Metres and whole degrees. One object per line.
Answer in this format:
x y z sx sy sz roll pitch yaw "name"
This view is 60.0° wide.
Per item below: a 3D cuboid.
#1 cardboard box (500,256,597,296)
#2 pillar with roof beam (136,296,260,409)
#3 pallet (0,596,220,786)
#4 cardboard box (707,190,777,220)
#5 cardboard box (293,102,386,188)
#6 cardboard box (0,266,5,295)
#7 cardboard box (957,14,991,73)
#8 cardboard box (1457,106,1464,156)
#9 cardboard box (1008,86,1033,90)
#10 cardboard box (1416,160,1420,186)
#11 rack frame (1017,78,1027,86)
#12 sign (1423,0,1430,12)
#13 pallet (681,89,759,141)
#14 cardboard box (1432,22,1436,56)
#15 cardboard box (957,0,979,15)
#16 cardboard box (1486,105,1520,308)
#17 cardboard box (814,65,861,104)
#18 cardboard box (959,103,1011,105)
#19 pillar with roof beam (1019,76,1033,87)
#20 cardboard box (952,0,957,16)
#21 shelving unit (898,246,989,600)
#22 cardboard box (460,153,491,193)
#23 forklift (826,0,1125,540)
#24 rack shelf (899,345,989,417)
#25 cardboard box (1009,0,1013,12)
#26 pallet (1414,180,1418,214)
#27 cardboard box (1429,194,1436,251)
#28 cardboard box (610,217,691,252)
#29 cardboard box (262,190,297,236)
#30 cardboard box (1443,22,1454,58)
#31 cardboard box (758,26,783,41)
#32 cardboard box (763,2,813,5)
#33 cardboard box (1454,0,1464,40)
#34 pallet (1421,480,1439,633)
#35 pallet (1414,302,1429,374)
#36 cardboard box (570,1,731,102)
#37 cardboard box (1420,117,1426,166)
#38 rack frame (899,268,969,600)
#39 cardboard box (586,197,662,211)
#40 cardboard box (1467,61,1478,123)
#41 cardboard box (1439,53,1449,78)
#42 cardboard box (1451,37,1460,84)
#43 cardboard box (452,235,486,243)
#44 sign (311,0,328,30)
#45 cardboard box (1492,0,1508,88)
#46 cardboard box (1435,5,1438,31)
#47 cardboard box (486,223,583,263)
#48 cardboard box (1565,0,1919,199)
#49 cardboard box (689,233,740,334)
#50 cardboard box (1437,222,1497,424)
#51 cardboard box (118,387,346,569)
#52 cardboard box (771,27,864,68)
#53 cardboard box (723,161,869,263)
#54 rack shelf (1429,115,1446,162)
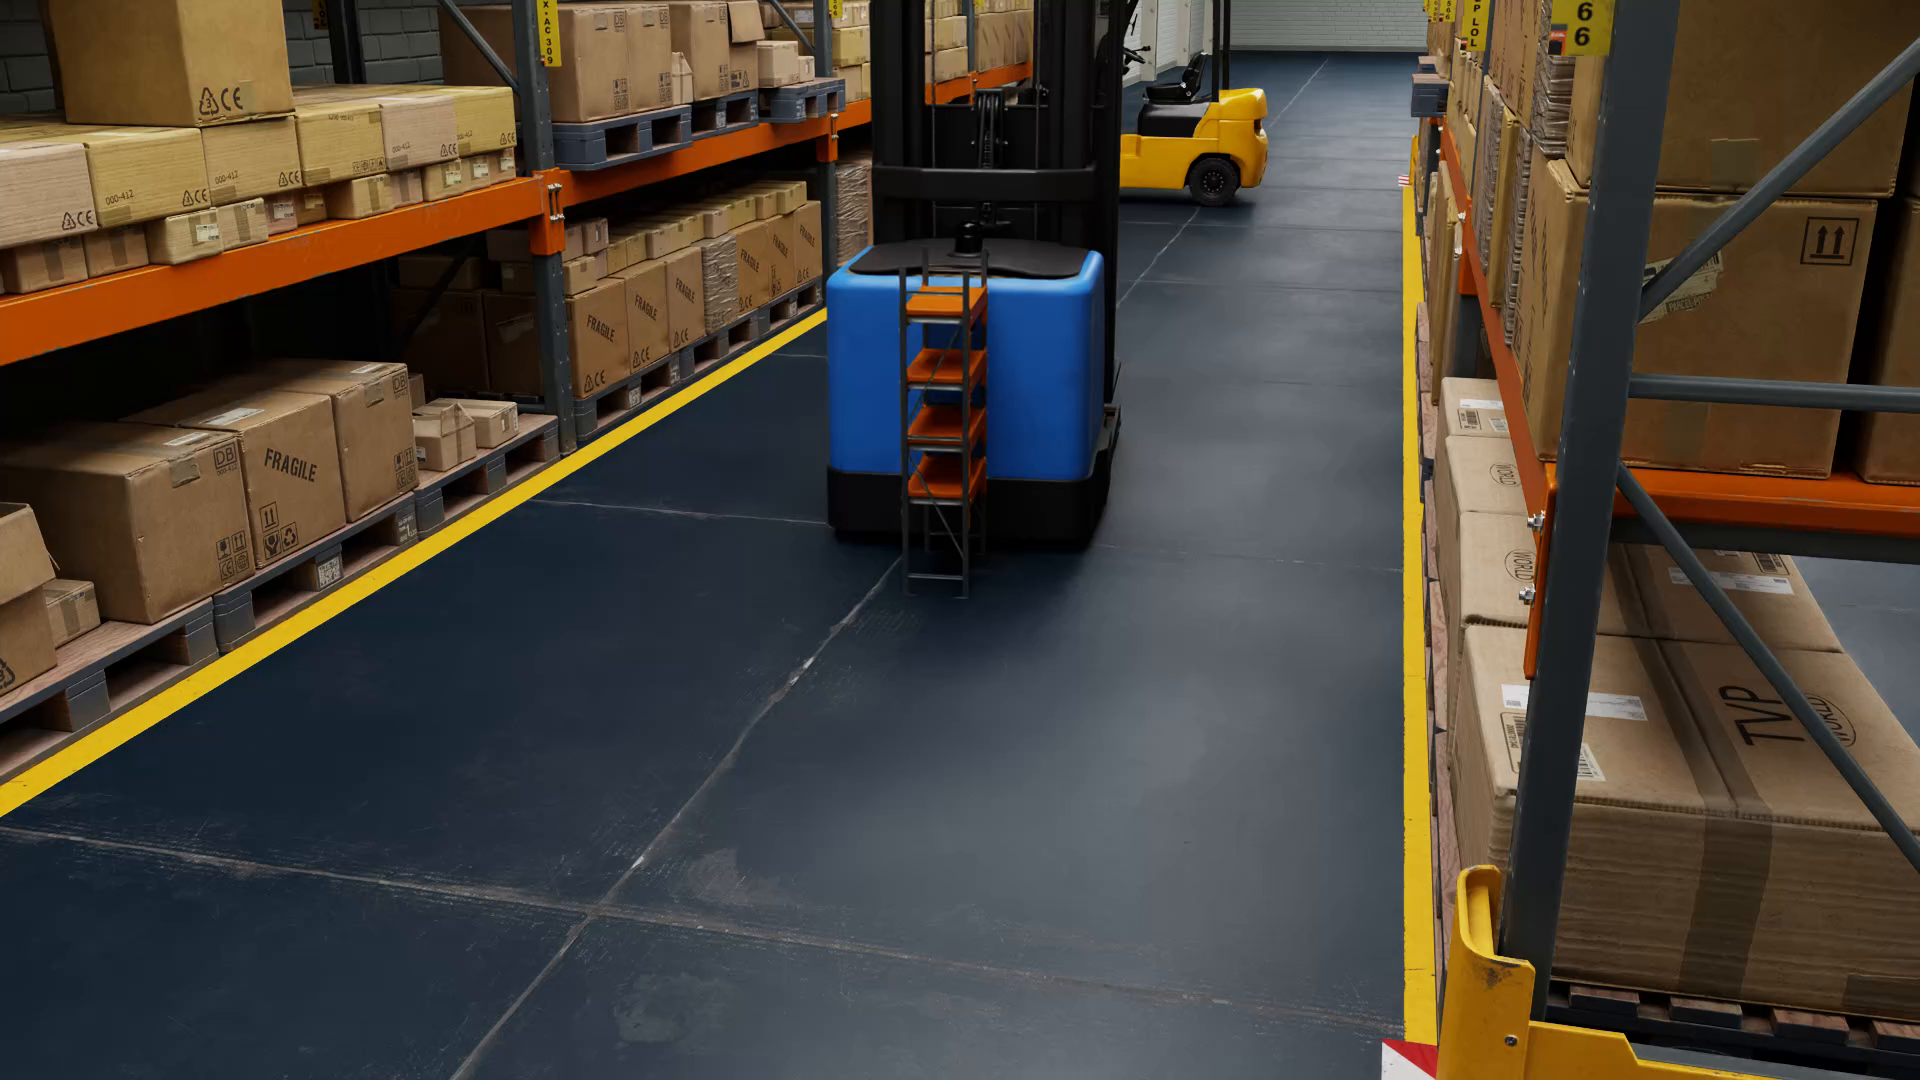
-1.978 -1.278 8.003 0.380 0.149 0.250 6 20 16 "cardboard box"
0.806 -4.216 5.108 9.100 9.000 0.400 5 19 13 "pillar with roof beam"
-3.089 0.436 5.086 1.003 0.211 1.213 5 19 13 "pallet"
-1.365 -2.099 10.405 0.380 0.149 0.250 4 19 12 "cardboard box"
-2.455 -1.441 6.039 0.500 0.250 0.500 5 19 13 "cardboard box"
-2.907 -0.741 4.605 0.380 0.149 0.250 4 19 13 "cardboard box"
-0.008 -4.537 15.176 0.500 0.500 0.500 4 19 12 "cardboard box"
2.745 -2.041 8.255 0.500 0.250 0.500 5 19 13 "cardboard box"
0.798 -4.827 18.236 0.500 0.250 0.500 5 20 15 "cardboard box"
4.704 -3.569 16.101 0.500 0.250 0.500 6 20 17 "cardboard box"
0.608 -5.625 18.516 1.000 3.000 0.127 5 19 13 "rack frame"
4.896 -5.687 17.357 0.100 0.325 0.005 5 19 13 "sign"
-1.817 -2.417 9.420 1.003 0.211 1.213 5 19 13 "pallet"
4.554 -4.652 15.053 0.500 0.500 0.500 5 20 15 "cardboard box"
-0.036 -4.805 14.956 0.380 0.149 0.250 4 19 13 "cardboard box"
1.741 -0.920 4.585 0.500 0.500 0.500 5 20 15 "cardboard box"
-1.001 -3.166 11.549 0.500 0.250 0.500 5 19 14 "cardboard box"
0.188 -4.028 15.898 0.500 0.250 0.500 5 19 13 "cardboard box"
5.204 -9.858 21.626 9.100 9.000 0.400 5 19 13 "pillar with roof beam"
-0.237 -4.601 14.359 0.380 0.149 0.250 5 20 15 "cardboard box"
-0.054 -0.435 6.104 0.258 1.200 0.503 3 19 8 "shelving unit"
-2.200 -1.542 6.950 0.380 0.149 0.250 5 20 15 "cardboard box"
0.191 -1.822 7.486 1.130 2.935 3.031 3 19 8 "forklift"
-0.054 -0.583 6.053 0.258 0.148 0.480 3 19 8 "rack shelf"
0.304 -5.204 16.124 0.380 0.149 0.250 4 19 12 "cardboard box"
4.871 -3.258 15.899 1.003 0.211 1.213 5 19 13 "pallet"
3.979 -2.327 12.277 0.950 0.372 0.625 5 20 15 "cardboard box"
-1.720 -1.692 9.216 0.380 0.149 0.250 5 20 15 "cardboard box"
-2.551 -1.143 5.782 0.380 0.149 0.250 5 19 13 "cardboard box"
3.309 -3.278 10.380 0.500 0.500 0.500 4 19 12 "cardboard box"
-1.506 -3.446 11.594 0.500 0.250 0.500 5 20 15 "cardboard box"
-1.254 -3.915 12.351 0.380 0.149 0.250 5 19 13 "cardboard box"
3.110 -3.112 9.456 0.500 0.500 0.500 4 19 12 "cardboard box"
2.229 0.079 6.131 1.003 0.211 1.213 5 19 13 "pallet"
3.202 -1.166 9.775 1.003 0.211 1.213 5 19 13 "pallet"
-1.671 -2.652 9.008 0.700 0.500 0.500 5 19 13 "cardboard box"
4.575 -3.759 15.497 0.500 0.500 0.500 6 20 16 "cardboard box"
-0.088 -0.356 5.875 0.240 1.200 0.015 3 19 8 "rack frame"
-2.024 -1.973 10.036 0.380 0.149 0.250 4 19 12 "cardboard box"
2.477 -1.953 7.224 0.500 0.250 0.500 5 20 15 "cardboard box"
3.333 -3.100 10.863 0.380 0.149 0.250 4 19 13 "cardboard box"
3.104 -2.753 9.566 0.500 0.250 0.500 5 19 13 "cardboard box"
-2.403 -1.485 8.607 0.380 0.149 0.250 5 19 14 "cardboard box"
-2.863 -2.455 7.442 0.100 0.325 0.005 5 19 13 "sign"
2.010 -1.706 5.339 0.500 0.500 0.500 4 19 13 "cardboard box"
4.052 -4.243 13.205 0.500 0.500 0.500 5 20 15 "cardboard box"
-2.037 -1.424 7.969 0.380 0.149 0.250 4 19 12 "cardboard box"
1.400 -0.910 3.009 0.500 0.500 0.500 5 20 15 "cardboard box"
-1.608 -1.499 9.654 0.500 0.500 0.500 4 19 11 "cardboard box"
2.564 -0.867 7.223 0.875 0.875 0.875 5 20 15 "cardboard box"
-2.587 -0.233 5.946 0.500 0.500 0.500 5 19 14 "cardboard box"
-0.977 -3.401 11.463 0.500 0.250 0.500 5 19 13 "cardboard box"
-1.181 -2.387 12.060 0.875 0.625 0.625 5 20 15 "cardboard box"
3.956 -3.013 11.982 1.077 0.370 4.000 5 19 13 "rack shelf"
